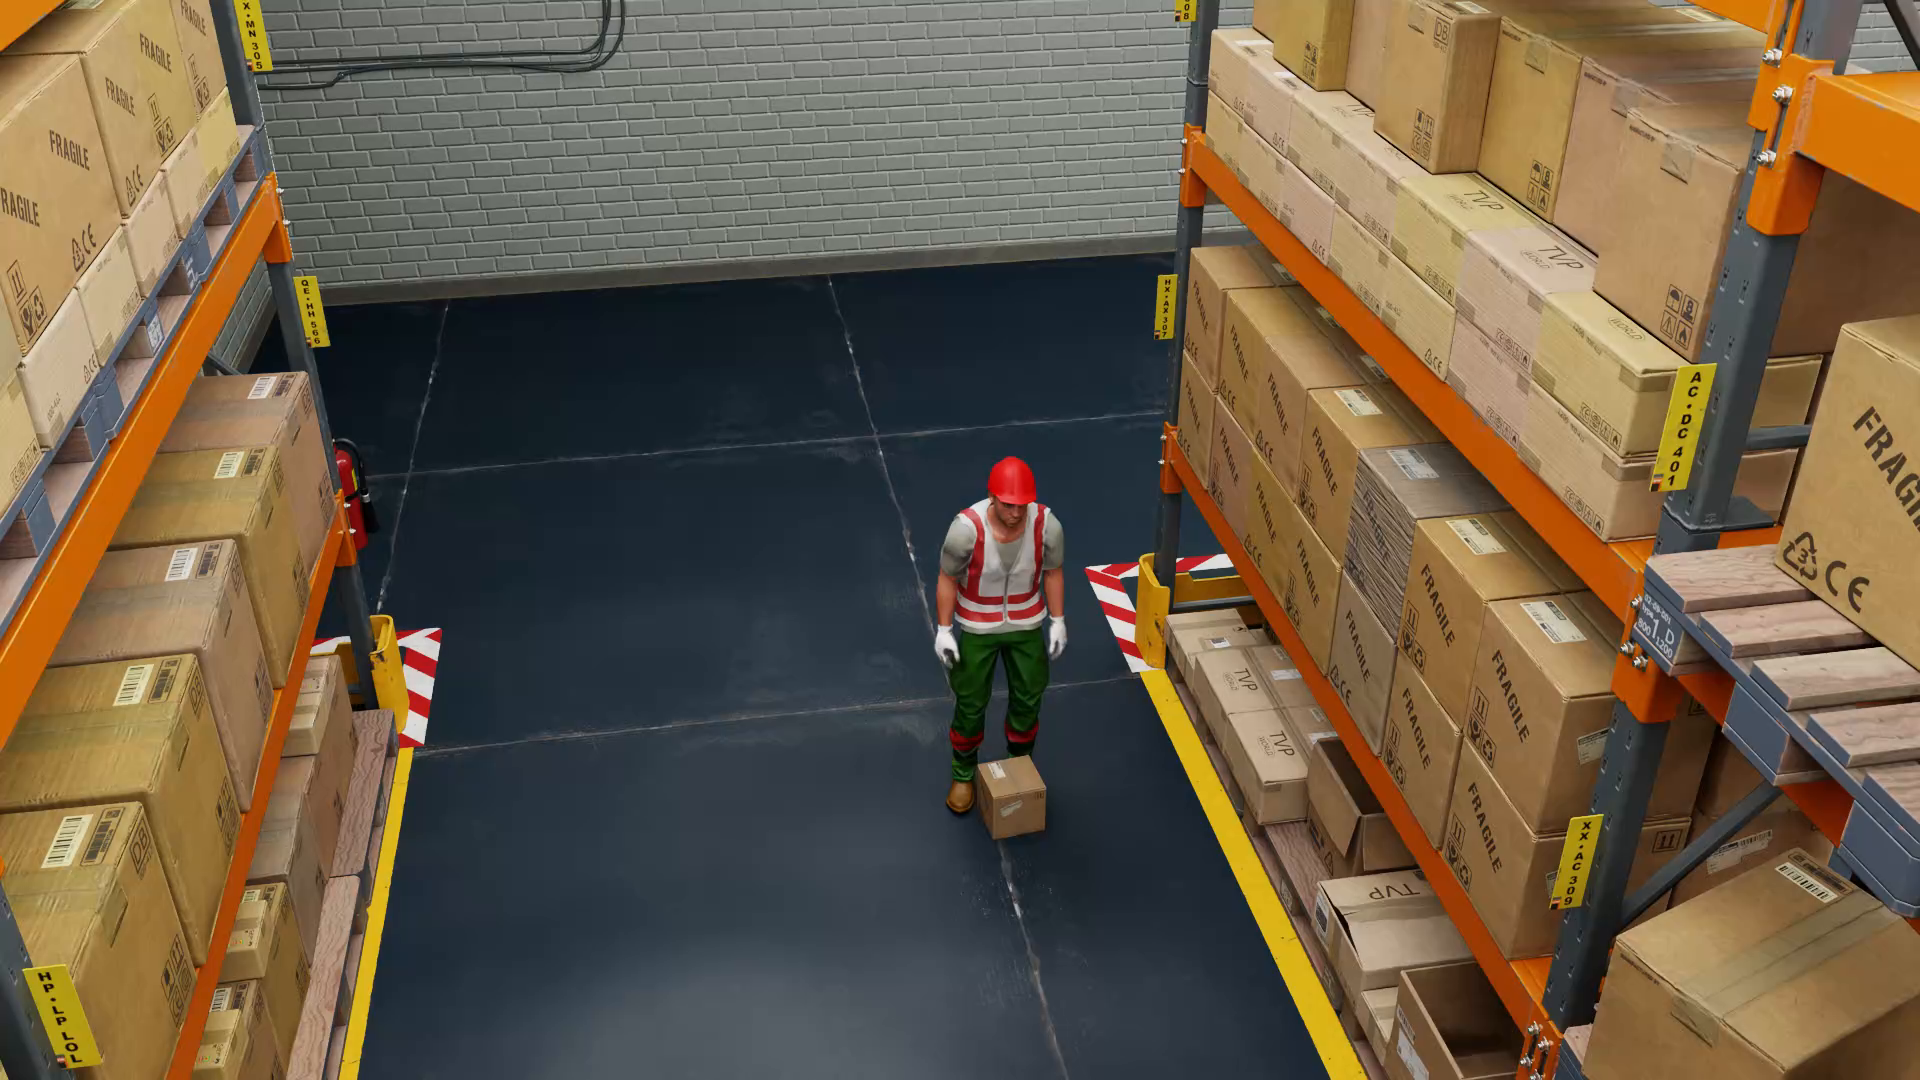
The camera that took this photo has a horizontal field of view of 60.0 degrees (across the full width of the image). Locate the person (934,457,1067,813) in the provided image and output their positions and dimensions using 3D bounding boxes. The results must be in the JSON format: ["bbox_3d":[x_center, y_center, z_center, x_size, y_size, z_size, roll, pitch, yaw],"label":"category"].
[{"bbox_3d":[0.184,0.407,7.432,0.607,1.778,0.452,-5,31,-9],"label":"person"}]
